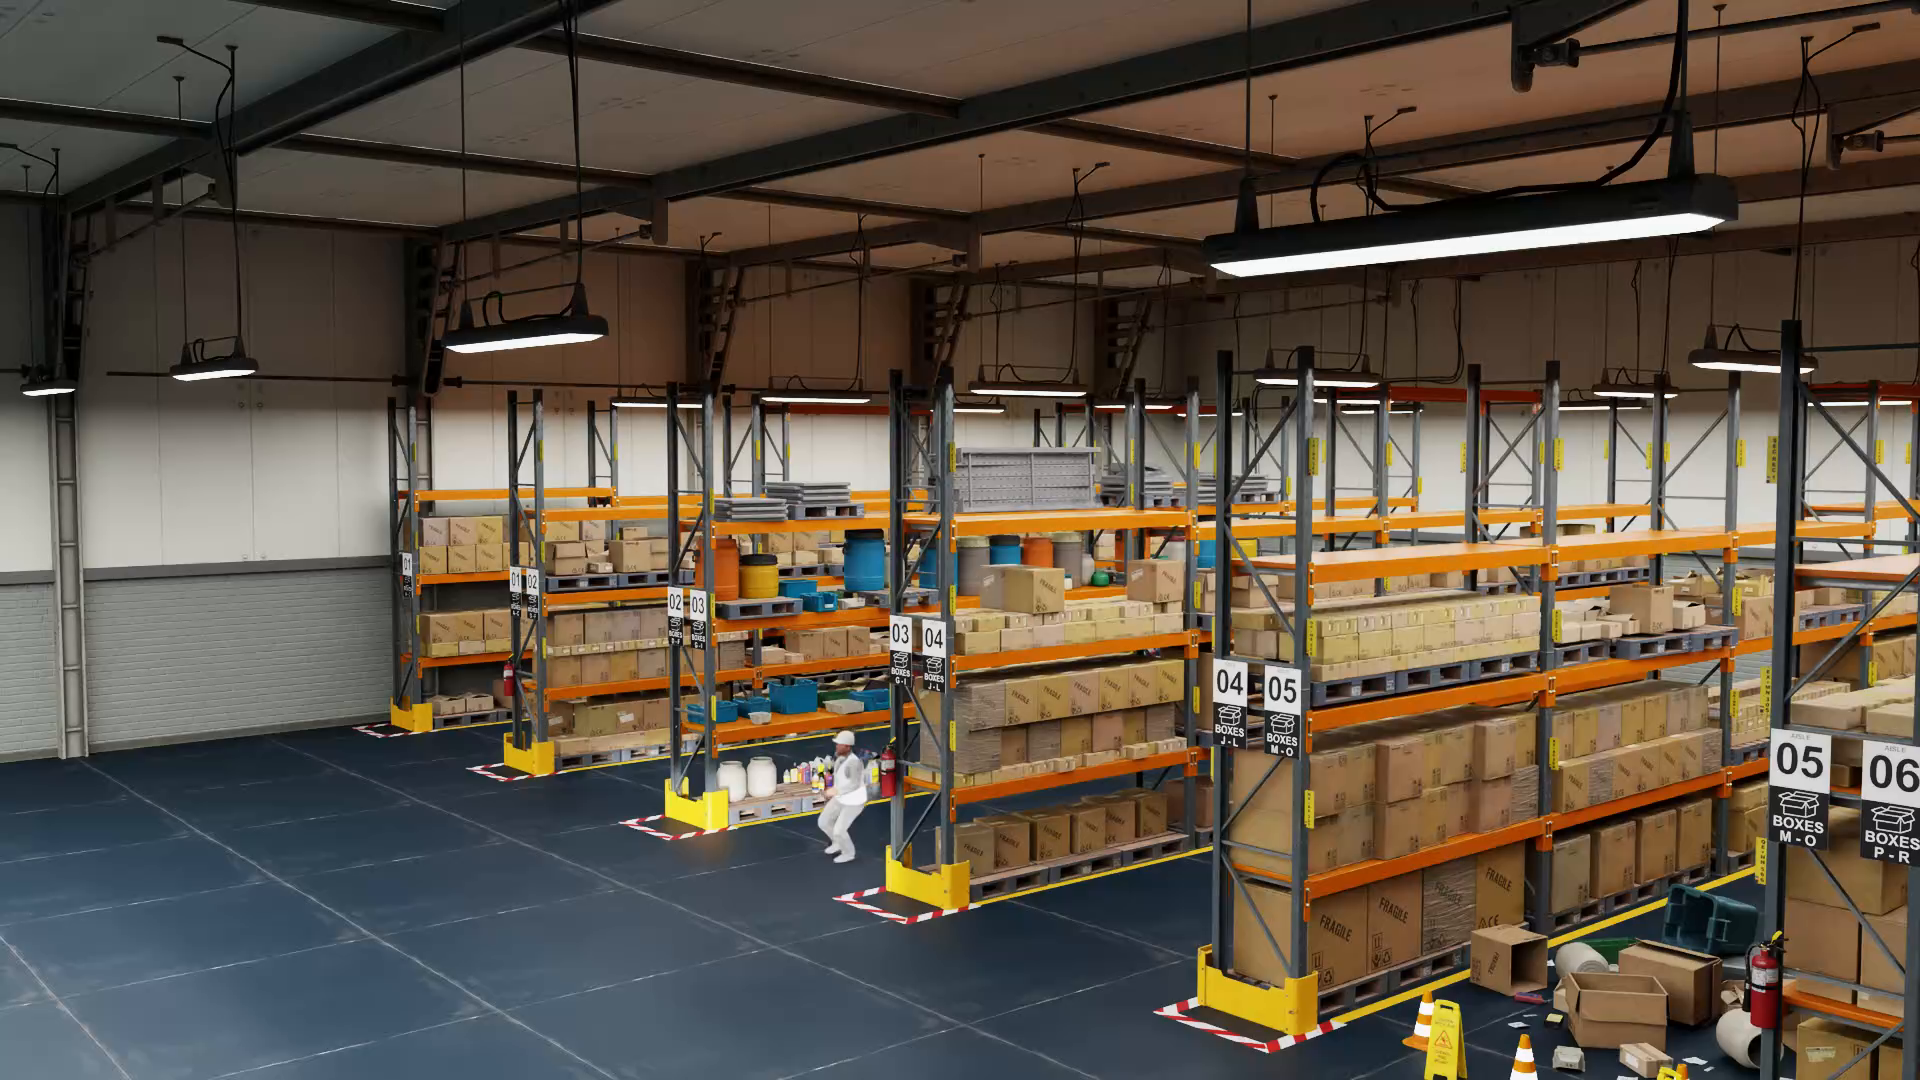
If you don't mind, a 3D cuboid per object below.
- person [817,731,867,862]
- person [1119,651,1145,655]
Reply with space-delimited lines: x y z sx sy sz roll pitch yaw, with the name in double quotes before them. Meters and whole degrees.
"person" -1.477 3.148 20.348 0.618 1.674 0.840 -2 4 -35
"person" 3.151 2.478 31.542 0.829 1.747 0.588 -3 5 -44
